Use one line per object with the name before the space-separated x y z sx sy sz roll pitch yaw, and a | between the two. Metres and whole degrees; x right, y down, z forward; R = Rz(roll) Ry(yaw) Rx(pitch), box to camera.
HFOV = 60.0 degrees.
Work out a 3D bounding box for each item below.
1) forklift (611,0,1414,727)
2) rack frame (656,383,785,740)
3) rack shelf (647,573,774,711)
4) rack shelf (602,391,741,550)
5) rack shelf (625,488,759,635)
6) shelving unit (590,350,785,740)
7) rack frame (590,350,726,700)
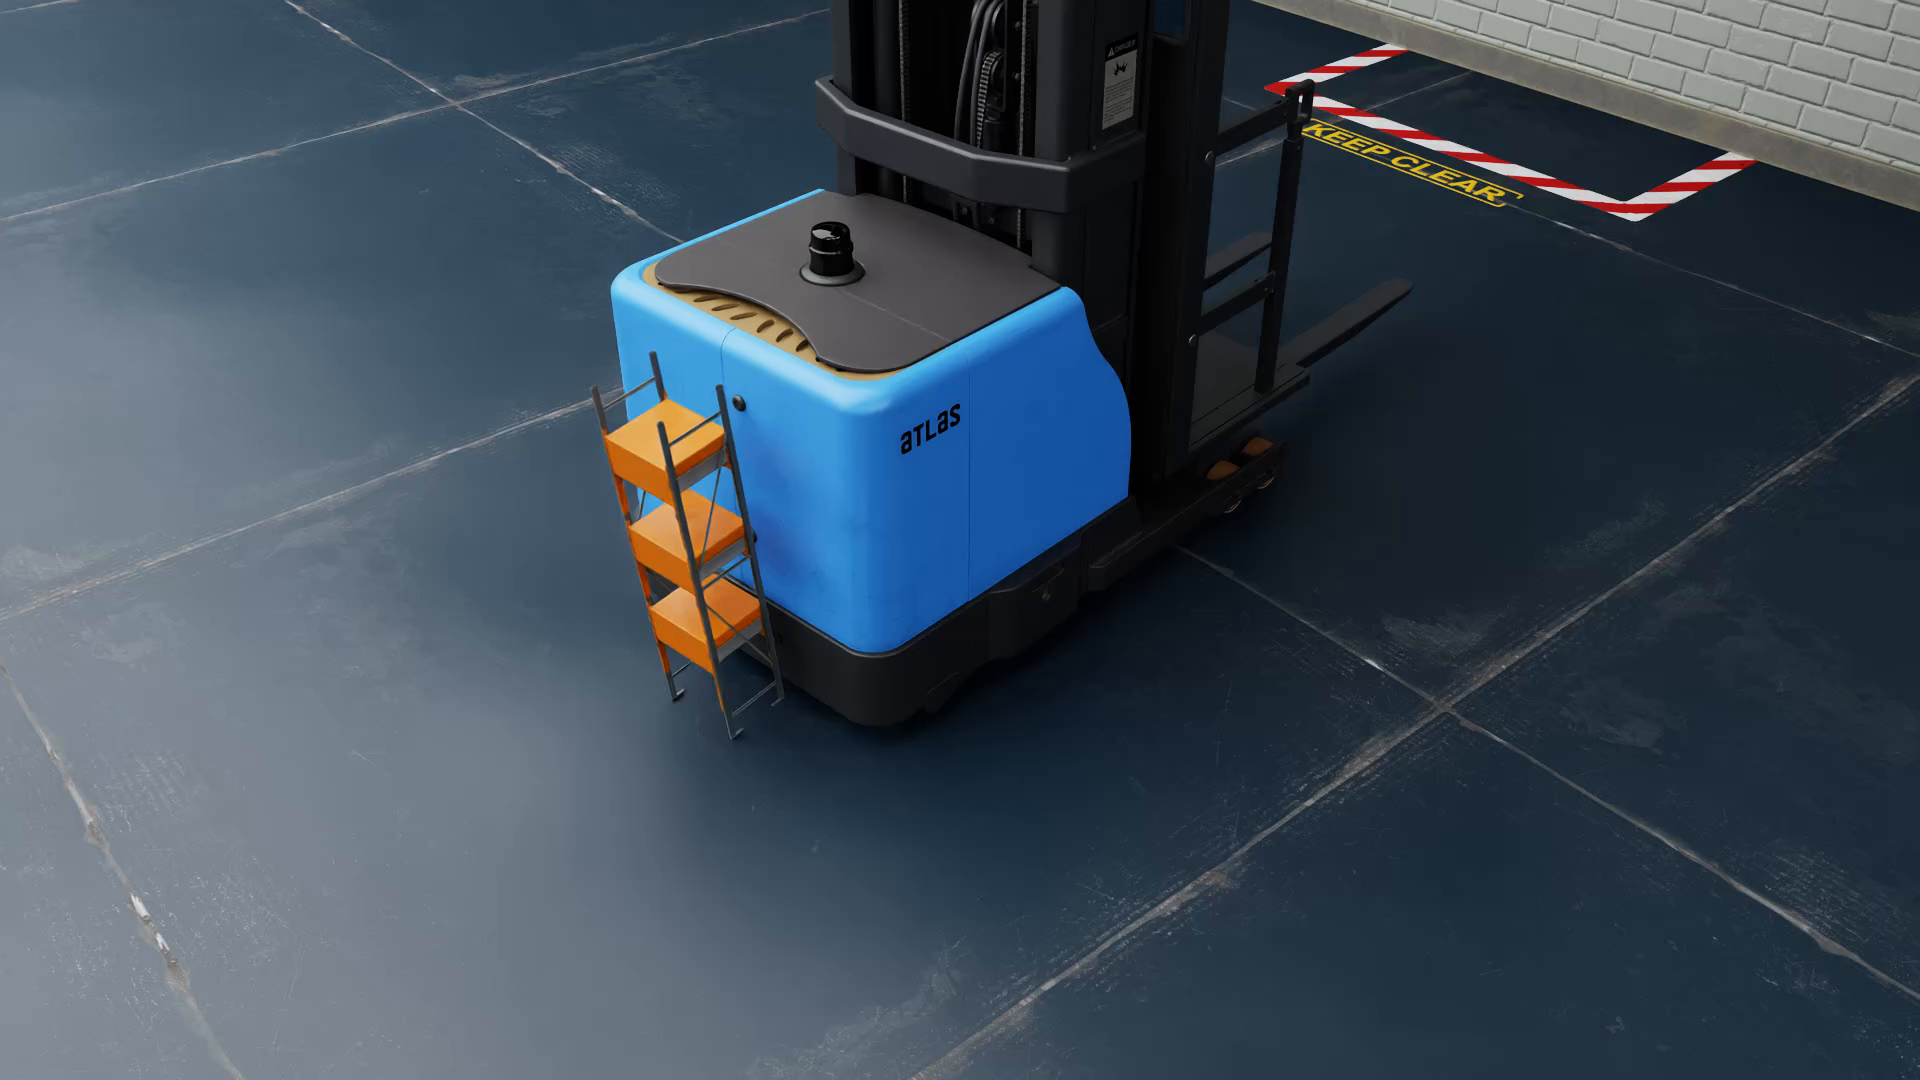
forklift | 0.426 -1.463 4.779 1.130 2.935 3.031 28 44 34
rack frame | -0.590 0.084 4.206 0.008 1.050 0.200 27 50 33
rack shelf | -0.660 0.258 4.457 0.240 0.259 0.215 27 50 33
rack shelf | -0.701 -0.172 4.097 0.240 0.259 0.215 27 50 33
rack shelf | -0.681 0.045 4.279 0.240 0.259 0.215 27 50 33
shelving unit | -0.681 0.037 4.272 0.252 1.050 0.215 27 50 33
rack frame | -0.772 -0.010 4.339 0.008 1.050 0.200 27 50 33
